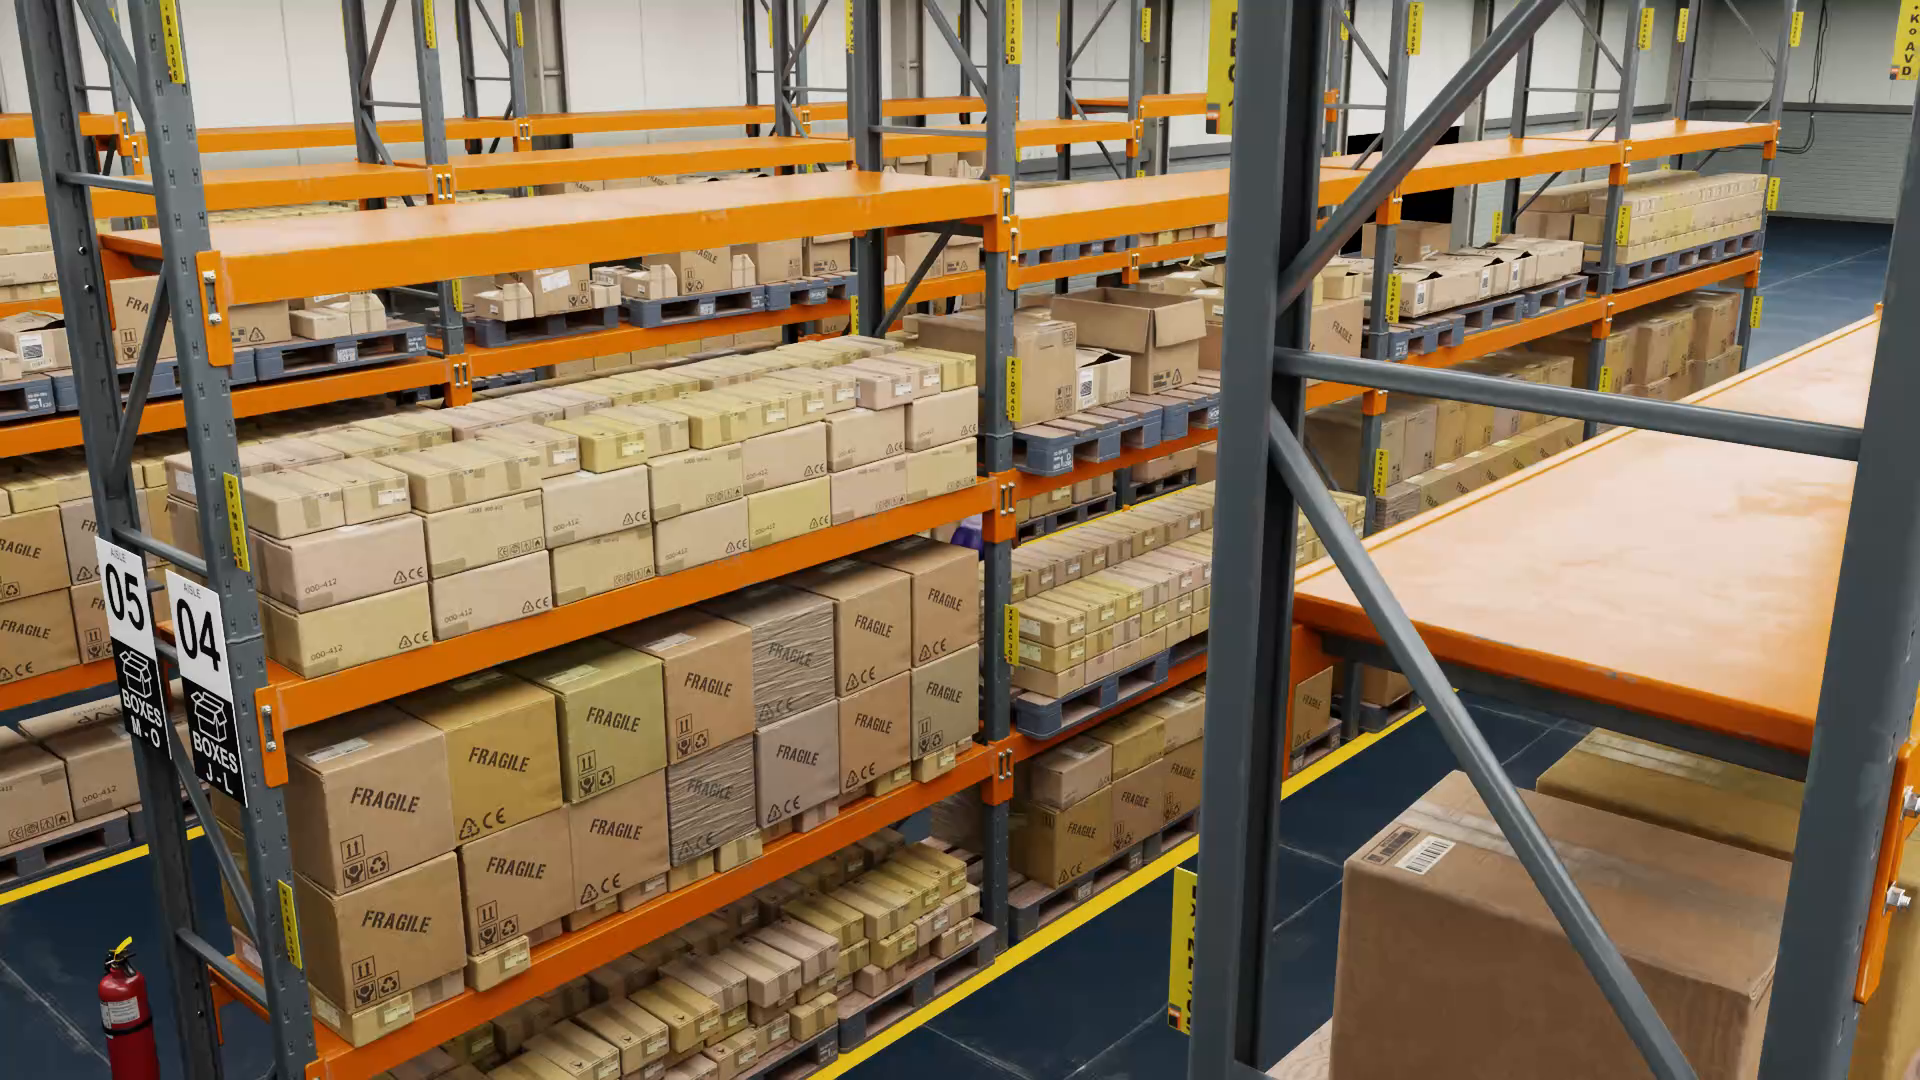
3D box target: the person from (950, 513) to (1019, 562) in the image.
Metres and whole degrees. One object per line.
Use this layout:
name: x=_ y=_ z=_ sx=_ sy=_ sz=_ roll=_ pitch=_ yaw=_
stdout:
person: x=0.213 y=0.030 z=14.929 sx=0.536 sy=1.198 sz=0.741 roll=14 pitch=22 yaw=37
